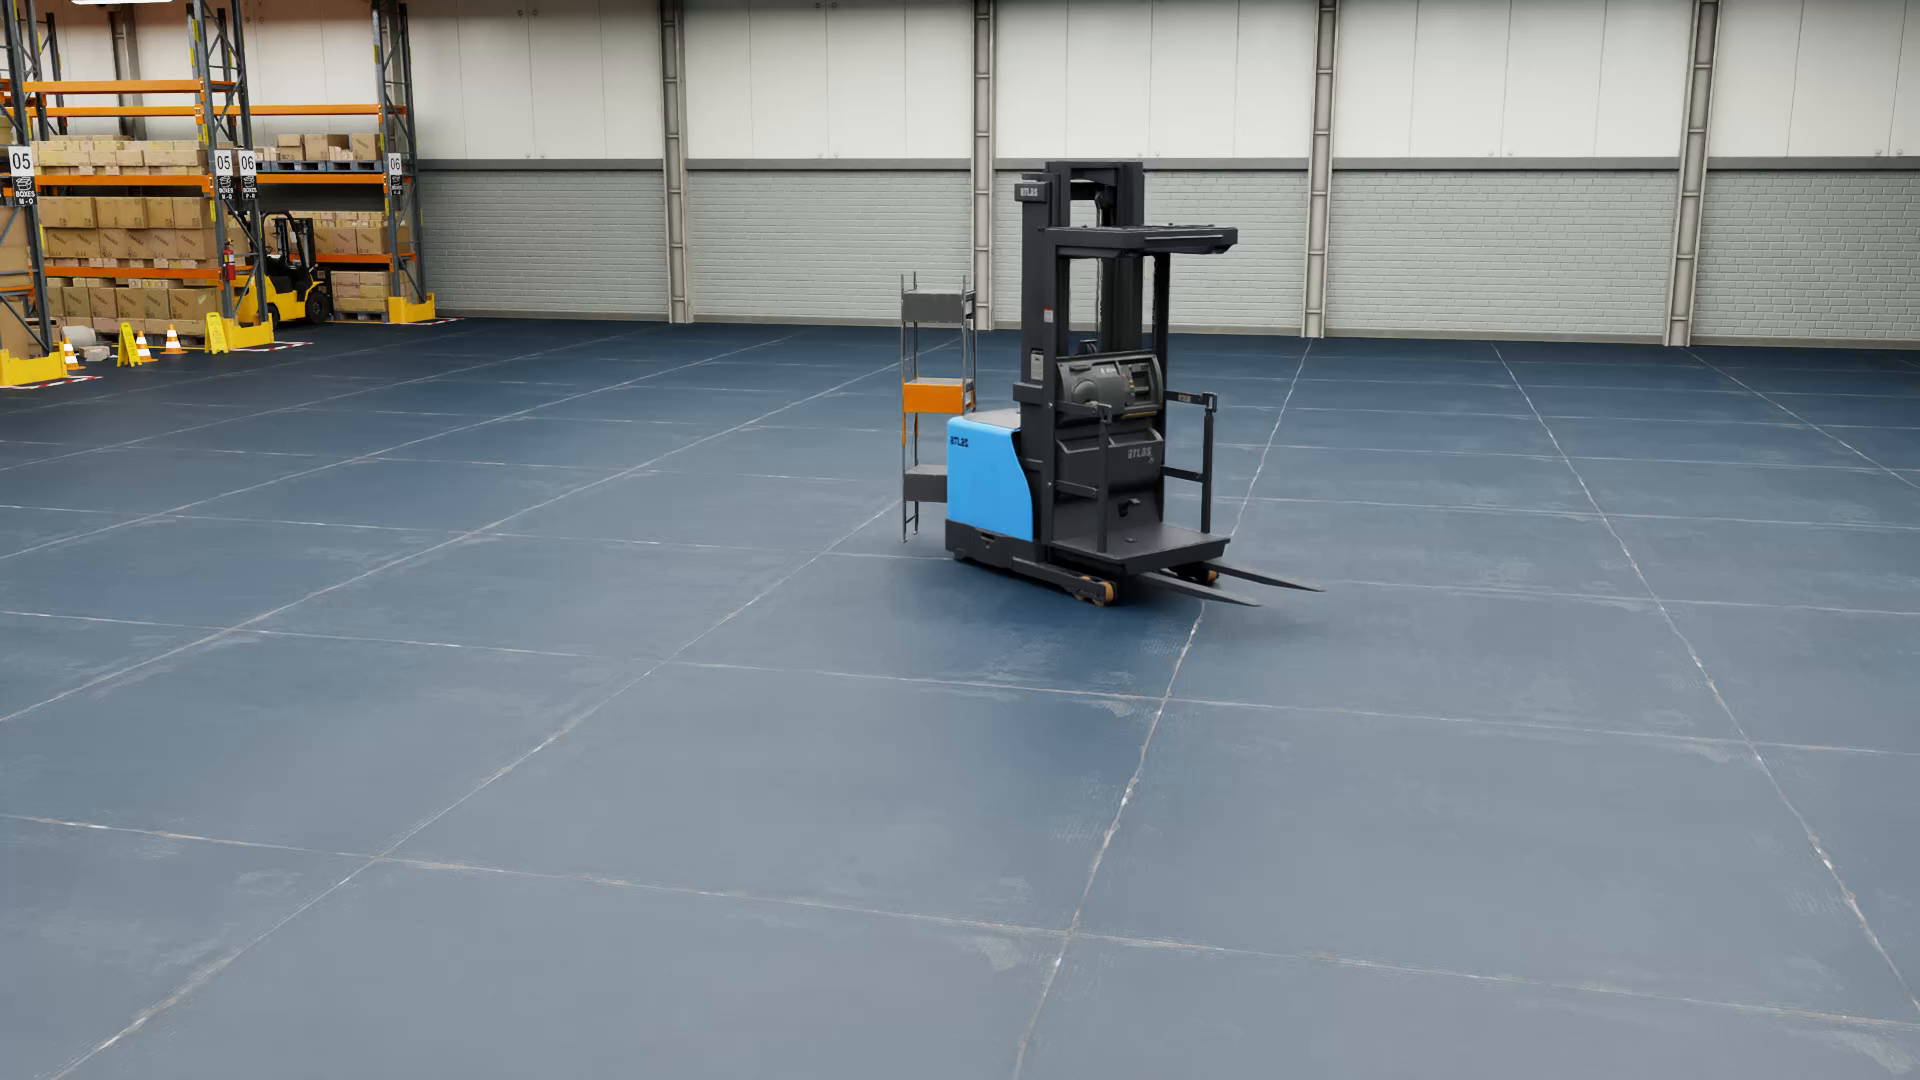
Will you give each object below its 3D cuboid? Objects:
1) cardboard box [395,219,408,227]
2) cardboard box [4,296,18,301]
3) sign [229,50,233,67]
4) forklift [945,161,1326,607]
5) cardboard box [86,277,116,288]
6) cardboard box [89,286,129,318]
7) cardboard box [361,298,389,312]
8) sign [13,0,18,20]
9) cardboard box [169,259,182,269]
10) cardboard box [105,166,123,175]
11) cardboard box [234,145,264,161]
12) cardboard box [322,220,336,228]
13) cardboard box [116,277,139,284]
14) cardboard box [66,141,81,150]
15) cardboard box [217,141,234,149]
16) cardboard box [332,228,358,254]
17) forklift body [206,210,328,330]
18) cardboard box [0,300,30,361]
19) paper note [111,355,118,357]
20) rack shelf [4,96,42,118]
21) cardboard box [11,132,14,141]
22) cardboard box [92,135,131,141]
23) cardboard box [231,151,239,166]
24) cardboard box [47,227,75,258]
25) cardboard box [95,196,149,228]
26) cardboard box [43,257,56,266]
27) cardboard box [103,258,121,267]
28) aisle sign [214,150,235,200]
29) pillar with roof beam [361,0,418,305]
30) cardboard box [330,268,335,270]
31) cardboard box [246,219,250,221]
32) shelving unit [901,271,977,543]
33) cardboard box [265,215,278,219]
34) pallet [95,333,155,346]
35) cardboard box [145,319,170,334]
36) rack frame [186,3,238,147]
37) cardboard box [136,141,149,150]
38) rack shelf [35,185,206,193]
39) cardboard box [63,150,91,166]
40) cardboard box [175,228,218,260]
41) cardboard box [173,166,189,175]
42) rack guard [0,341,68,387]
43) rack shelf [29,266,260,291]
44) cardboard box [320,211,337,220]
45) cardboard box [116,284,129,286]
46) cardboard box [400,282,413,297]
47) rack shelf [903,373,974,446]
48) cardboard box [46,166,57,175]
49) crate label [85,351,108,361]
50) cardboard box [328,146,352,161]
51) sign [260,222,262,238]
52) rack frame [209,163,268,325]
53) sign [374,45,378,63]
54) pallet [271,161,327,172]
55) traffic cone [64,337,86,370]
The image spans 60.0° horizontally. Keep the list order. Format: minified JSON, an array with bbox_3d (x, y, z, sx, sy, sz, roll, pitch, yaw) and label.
[{"bbox_3d":[-11.033,-6.210,32.570,0.250,0.149,0.380,3,13,12],"label":"cardboard box"},{"bbox_3d":[-19.478,-5.177,34.445,0.500,0.500,0.500,3,13,13],"label":"cardboard box"},{"bbox_3d":[-14.492,-9.557,33.014,0.005,0.325,0.100,3,13,14],"label":"sign"},{"bbox_3d":[1.185,-1.108,11.459,1.130,2.935,3.031,-9,16,-37],"label":"forklift"},{"bbox_3d":[-14.458,-4.335,27.998,0.250,0.149,0.380,4,13,17],"label":"cardboard box"},{"bbox_3d":[-14.301,-4.025,28.096,0.500,0.500,0.500,4,13,16],"label":"cardboard box"},{"bbox_3d":[-11.297,-4.593,32.389,0.500,0.250,0.500,3,13,14],"label":"cardboard box"},{"bbox_3d":[-12.900,-7.261,22.662,0.005,0.325,0.100,3,13,14],"label":"sign"},{"bbox_3d":[-12.882,-4.588,27.567,0.250,0.149,0.380,3,13,13],"label":"cardboard box"},{"bbox_3d":[-13.866,-6.100,27.458,0.250,0.149,0.380,3,13,13],"label":"cardboard box"},{"bbox_3d":[-13.900,-7.560,32.465,0.500,0.311,0.500,3,13,15],"label":"cardboard box"},{"bbox_3d":[-12.170,-6.149,32.297,0.250,0.149,0.380,3,13,12],"label":"cardboard box"},{"bbox_3d":[-16.640,-5.131,33.948,0.625,0.625,0.875,3,13,11],"label":"cardboard box"},{"bbox_3d":[-14.592,-6.538,27.589,0.250,0.149,0.380,3,13,12],"label":"cardboard box"},{"bbox_3d":[-12.247,-6.521,27.513,0.250,0.149,0.380,3,13,13],"label":"cardboard box"},{"bbox_3d":[-11.808,-5.820,32.312,0.500,0.500,0.500,3,13,15],"label":"cardboard box"},{"bbox_3d":[-13.044,-5.073,31.132,1.214,2.155,2.313,3,13,14],"label":"forklift body"},{"bbox_3d":[-13.713,-2.871,23.186,0.875,0.875,0.875,3,13,14],"label":"cardboard box"},{"bbox_3d":[-13.346,-2.909,26.276,0.142,0.019,0.148,-1,13,-6],"label":"paper note"},{"bbox_3d":[-17.776,-7.422,28.495,4.000,0.370,1.077,3,13,14],"label":"rack shelf"},{"bbox_3d":[-16.428,-6.779,28.163,0.500,0.250,0.500,3,13,15],"label":"cardboard box"},{"bbox_3d":[-16.899,-7.813,33.167,0.500,0.500,0.500,3,13,15],"label":"cardboard box"},{"bbox_3d":[-12.376,-6.347,27.650,0.500,0.250,0.500,3,13,13],"label":"cardboard box"},{"bbox_3d":[-14.981,-5.027,28.051,0.500,0.500,0.500,3,13,13],"label":"cardboard box"},{"bbox_3d":[-13.960,-5.479,27.777,0.500,0.500,0.700,3,13,13],"label":"cardboard box"},{"bbox_3d":[-15.348,-4.727,28.196,0.250,0.149,0.380,3,13,15],"label":"cardboard box"},{"bbox_3d":[-14.115,-4.654,27.865,0.250,0.149,0.380,3,13,13],"label":"cardboard box"},{"bbox_3d":[-11.961,-5.933,27.050,0.004,0.787,0.394,3,13,14],"label":"aisle sign"},{"bbox_3d":[-12.257,-8.022,28.613,0.548,9.000,9.100,3,13,14],"label":"pillar with roof beam"},{"bbox_3d":[-12.652,-5.269,33.129,0.500,0.250,0.500,3,13,12],"label":"cardboard box"},{"bbox_3d":[-13.891,-6.253,32.763,0.250,0.149,0.380,3,13,13],"label":"cardboard box"},{"bbox_3d":[-0.161,-1.034,13.045,0.503,2.100,0.431,3,13,14],"label":"shelving unit"},{"bbox_3d":[-13.402,-6.363,32.573,0.250,0.149,0.380,3,13,13],"label":"cardboard box"},{"bbox_3d":[-13.986,-3.484,28.451,1.213,0.211,1.003,3,13,14],"label":"pallet"},{"bbox_3d":[-13.301,-3.605,27.936,0.500,0.250,0.500,3,13,14],"label":"cardboard box"},{"bbox_3d":[-14.649,-8.909,32.612,0.127,3.000,1.000,3,13,14],"label":"rack frame"},{"bbox_3d":[-13.313,-6.484,27.347,0.250,0.149,0.380,3,13,14],"label":"cardboard box"},{"bbox_3d":[-16.591,-7.197,33.483,4.000,0.370,1.077,3,13,14],"label":"rack shelf"},{"bbox_3d":[-14.487,-6.338,27.612,0.500,0.250,0.500,3,13,14],"label":"cardboard box"},{"bbox_3d":[-12.544,-4.893,27.443,0.500,0.500,0.500,3,13,13],"label":"cardboard box"},{"bbox_3d":[-12.614,-6.036,27.168,0.250,0.149,0.380,3,13,14],"label":"cardboard box"},{"bbox_3d":[-13.016,-2.461,23.170,0.348,0.500,1.175,3,13,14],"label":"rack guard"},{"bbox_3d":[-13.893,-4.481,28.166,4.000,0.370,1.077,3,13,14],"label":"rack shelf"},{"bbox_3d":[-12.175,-6.290,32.245,0.250,0.149,0.380,3,13,15],"label":"cardboard box"},{"bbox_3d":[-14.206,-4.138,28.608,0.500,0.500,0.500,4,13,17],"label":"cardboard box"},{"bbox_3d":[-11.172,-4.947,32.831,0.500,0.250,0.500,3,13,15],"label":"cardboard box"},{"bbox_3d":[-0.161,-1.020,13.048,0.480,0.518,0.431,3,13,14],"label":"rack shelf"},{"bbox_3d":[-15.083,-6.195,27.886,0.250,0.149,0.380,3,13,14],"label":"cardboard box"},{"bbox_3d":[-13.392,-2.859,25.802,0.298,0.136,0.250,-4,13,-16],"label":"crate label"},{"bbox_3d":[-11.889,-7.417,31.925,0.258,0.266,0.396,3,13,14],"label":"cardboard box"},{"bbox_3d":[-11.821,-5.265,28.041,0.005,0.325,0.100,3,13,14],"label":"sign"},{"bbox_3d":[-11.951,-4.728,27.620,0.127,3.000,1.000,3,13,14],"label":"rack frame"},{"bbox_3d":[-10.909,-9.082,31.056,0.005,0.325,0.100,3,13,14],"label":"sign"},{"bbox_3d":[-12.634,-7.299,32.484,1.213,0.211,1.003,3,13,14],"label":"pallet"},{"bbox_3d":[-13.214,-2.770,24.650,0.334,0.463,0.336,3,13,14],"label":"traffic cone"}]
